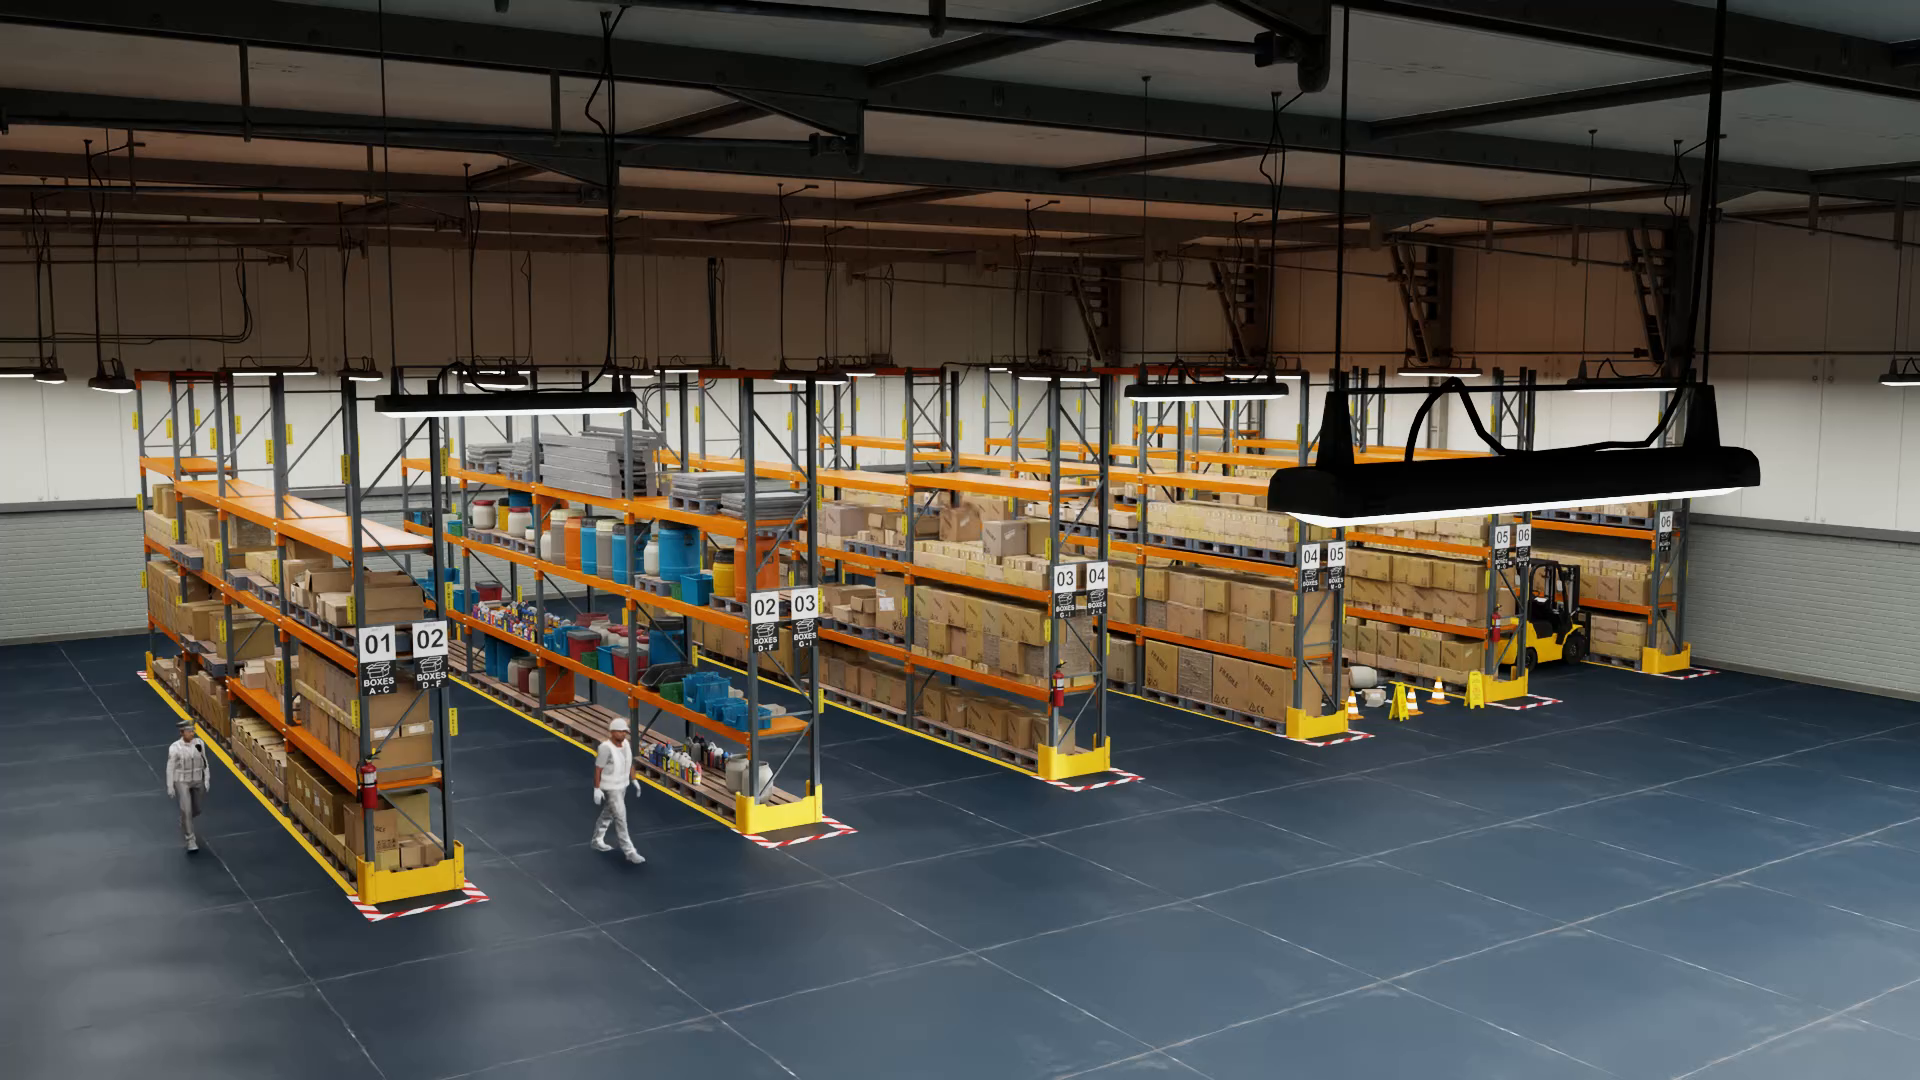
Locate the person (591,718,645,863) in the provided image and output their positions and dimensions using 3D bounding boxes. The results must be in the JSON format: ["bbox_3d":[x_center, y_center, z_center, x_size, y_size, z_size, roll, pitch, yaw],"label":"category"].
[{"bbox_3d":[-4.267,3.094,20.836,0.944,1.733,0.576,2,7,19],"label":"person"}]

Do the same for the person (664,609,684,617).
[{"bbox_3d":[-5.603,1.813,32.974,0.518,1.671,0.583,-3,7,-23],"label":"person"}]

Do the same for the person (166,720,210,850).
[{"bbox_3d":[-9.931,3.105,21.400,0.909,1.629,0.516,6,9,41],"label":"person"}]
